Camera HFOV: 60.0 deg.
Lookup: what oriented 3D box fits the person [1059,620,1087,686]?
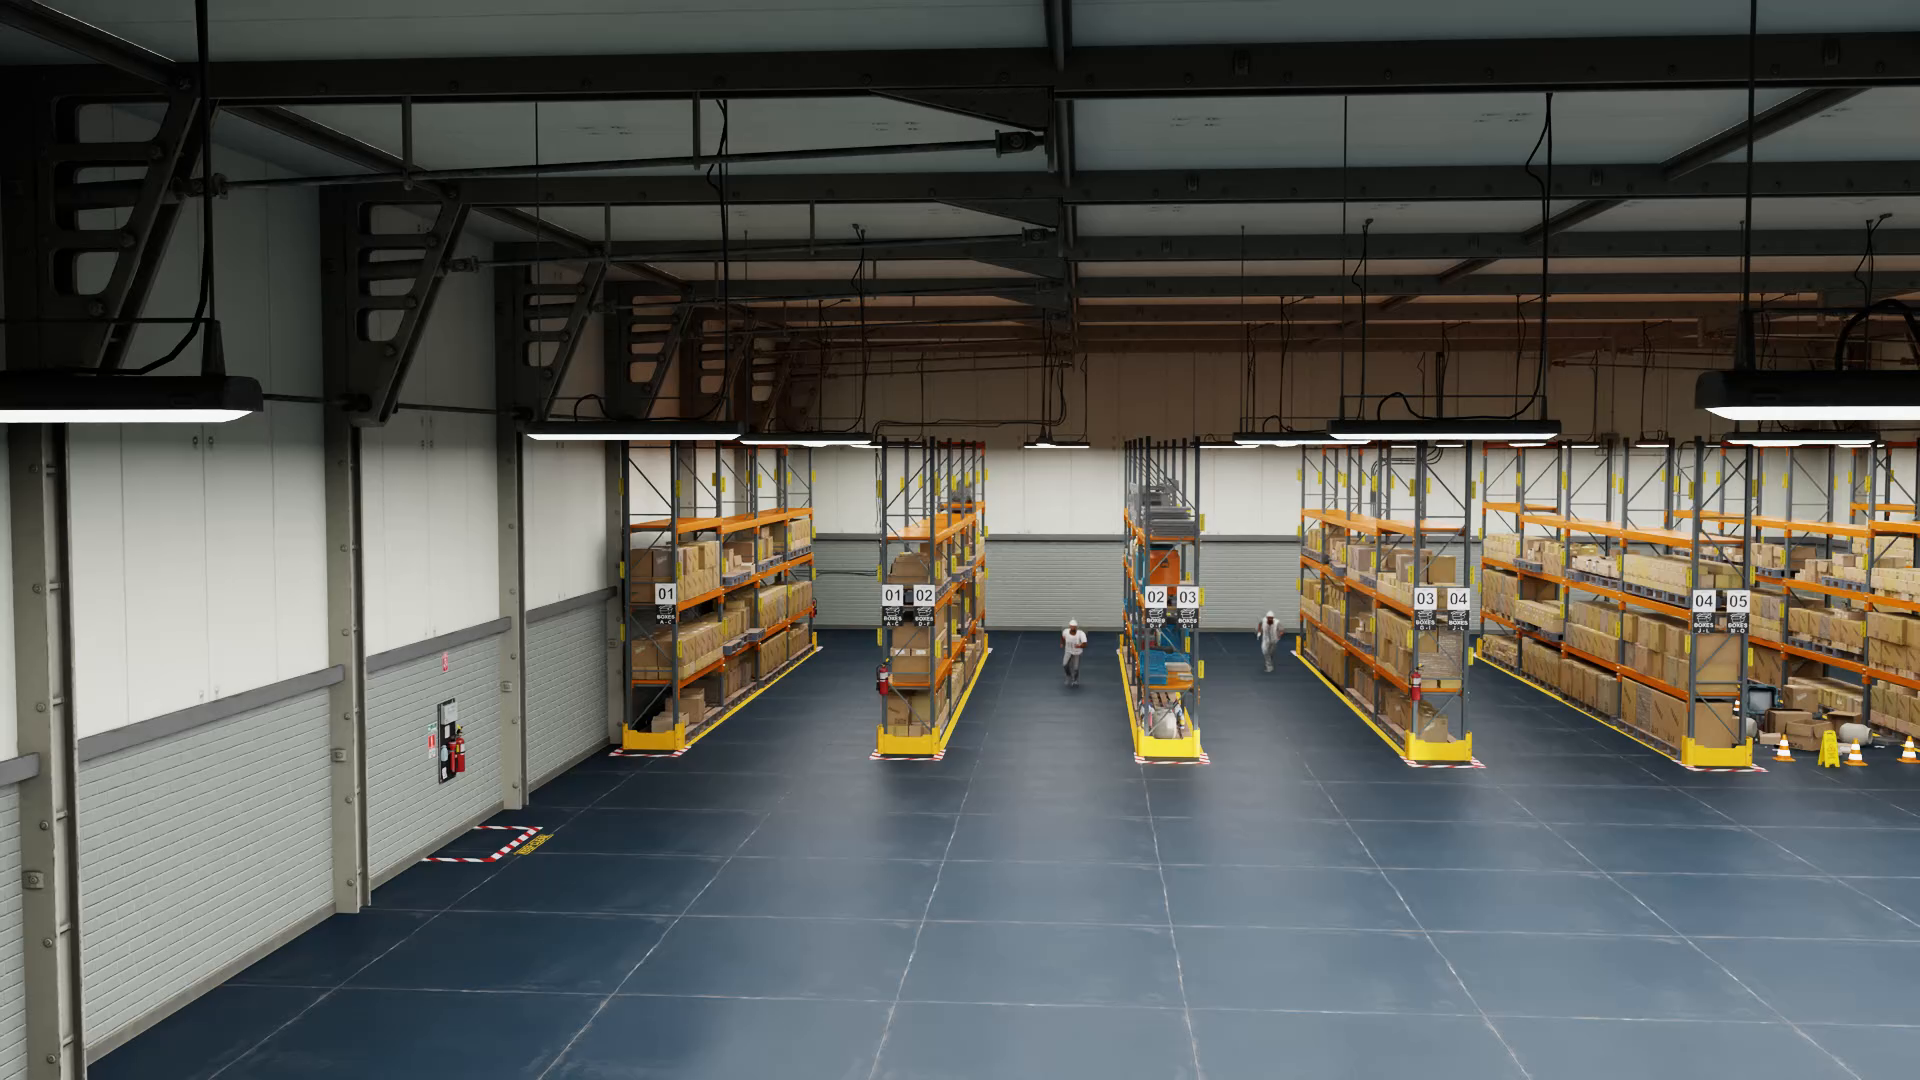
[{"bbox_3d":[2.741,2.725,40.337,0.737,1.627,0.991,1,3,12],"label":"person"}]

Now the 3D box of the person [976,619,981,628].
[{"bbox_3d":[0.338,2.258,48.766,0.839,1.725,0.650,3,4,42],"label":"person"}]

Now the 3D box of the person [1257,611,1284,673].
[{"bbox_3d":[8.076,2.607,43.221,0.700,1.602,1.135,1,3,14],"label":"person"}]
